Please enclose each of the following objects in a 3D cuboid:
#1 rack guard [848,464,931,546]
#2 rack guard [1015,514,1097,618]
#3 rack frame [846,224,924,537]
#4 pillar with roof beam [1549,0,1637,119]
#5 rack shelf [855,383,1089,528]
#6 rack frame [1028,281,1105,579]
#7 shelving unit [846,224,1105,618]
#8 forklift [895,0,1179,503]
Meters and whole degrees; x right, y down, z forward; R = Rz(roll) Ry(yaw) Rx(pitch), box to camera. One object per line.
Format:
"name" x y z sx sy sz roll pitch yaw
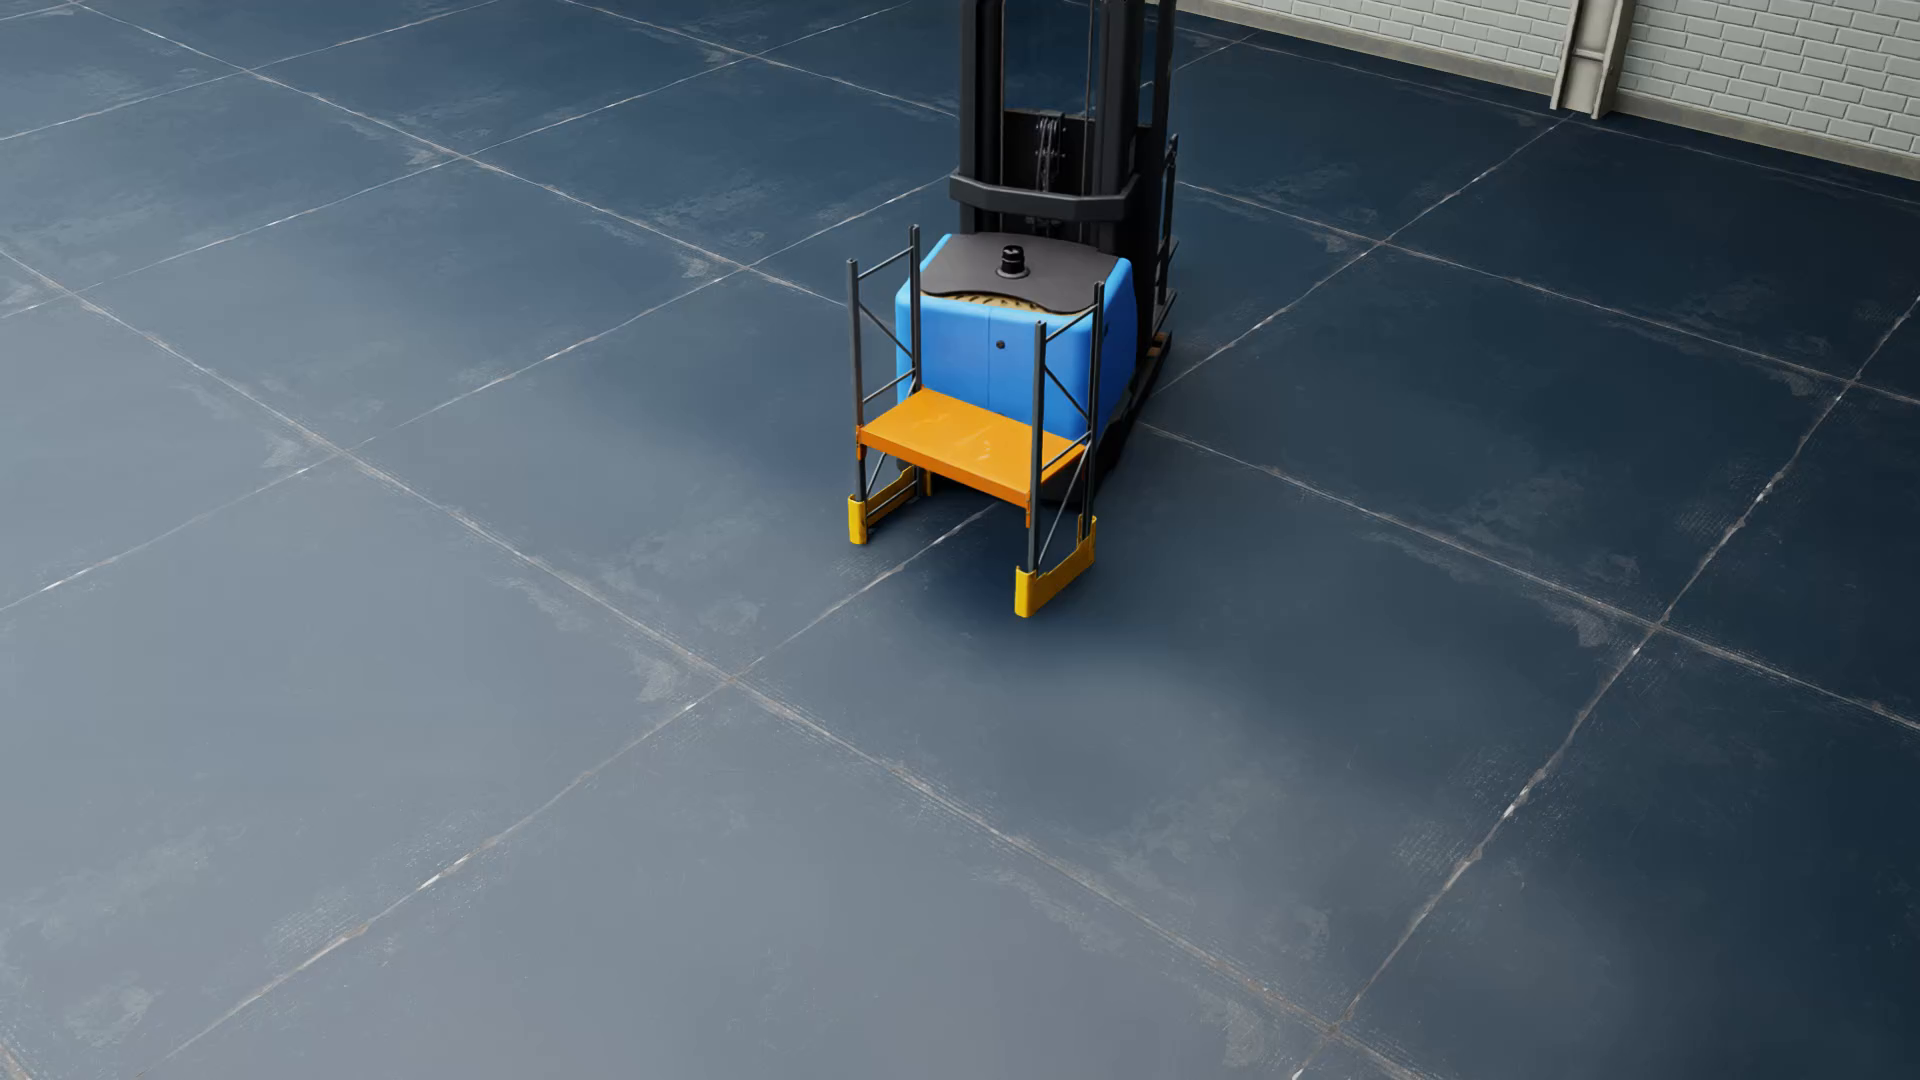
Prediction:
"rack guard" -0.347 -0.217 8.346 0.087 0.250 0.587 23 40 29
"rack guard" 0.455 0.117 7.859 0.087 0.250 0.587 23 40 29
"rack frame" -0.348 -0.733 7.992 0.032 1.500 0.500 23 40 29
"pillar with roof beam" 2.197 -5.277 7.985 0.400 9.000 9.100 25 42 32
"rack shelf" 0.061 -0.414 7.846 1.000 0.185 0.538 23 40 29
"rack frame" 0.471 -0.391 7.495 0.032 1.500 0.500 23 40 29
"shelving unit" 0.054 -0.565 7.748 1.083 1.500 0.587 23 40 29
"forklift" 0.611 -2.225 8.901 1.130 2.935 3.031 11 36 15
